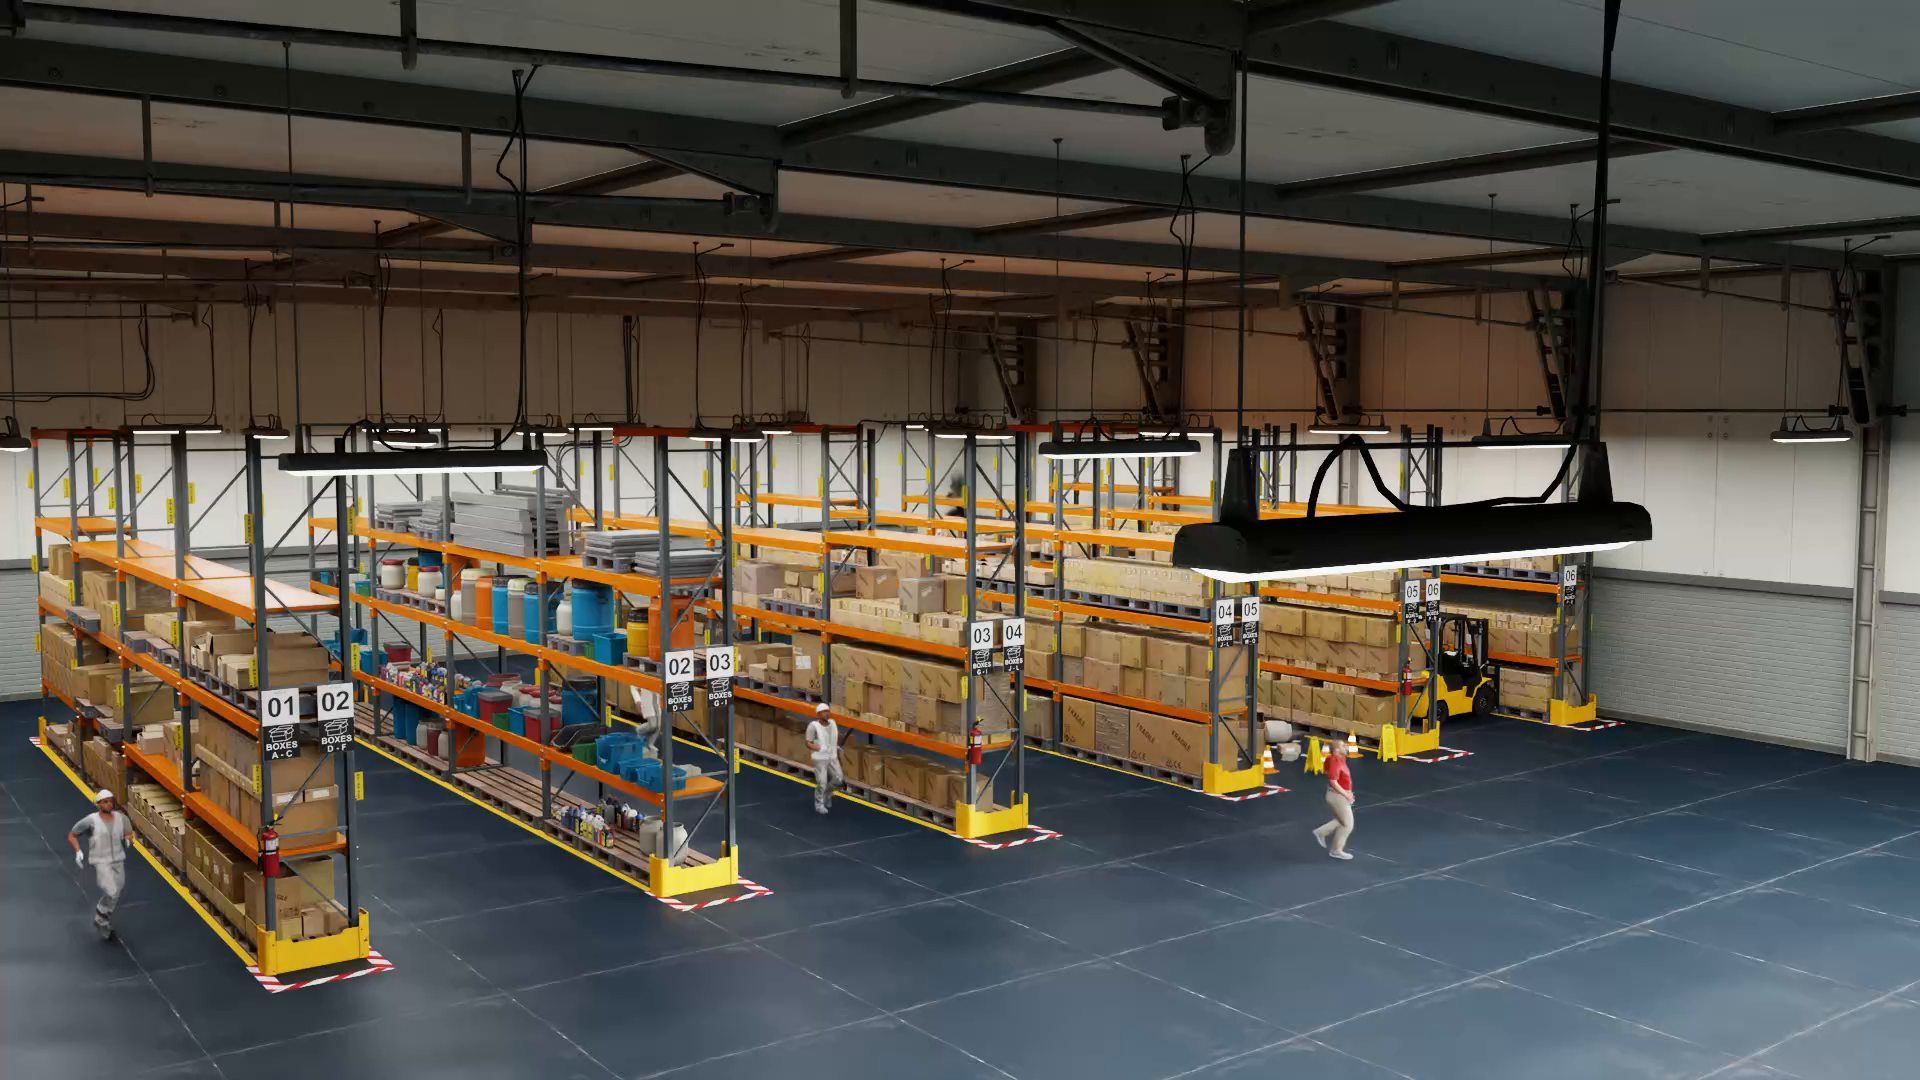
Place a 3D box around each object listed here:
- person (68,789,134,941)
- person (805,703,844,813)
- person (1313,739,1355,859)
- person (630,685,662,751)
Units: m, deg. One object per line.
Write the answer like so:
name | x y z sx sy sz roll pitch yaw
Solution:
person | -10.179 3.875 19.869 0.701 1.785 0.641 3 5 33
person | -2.077 3.416 25.968 0.673 1.739 0.602 -3 6 -36
person | 5.292 3.652 23.504 0.569 1.698 0.660 0 4 5
person | -5.709 3.057 30.783 0.696 1.724 0.671 -4 6 -40
